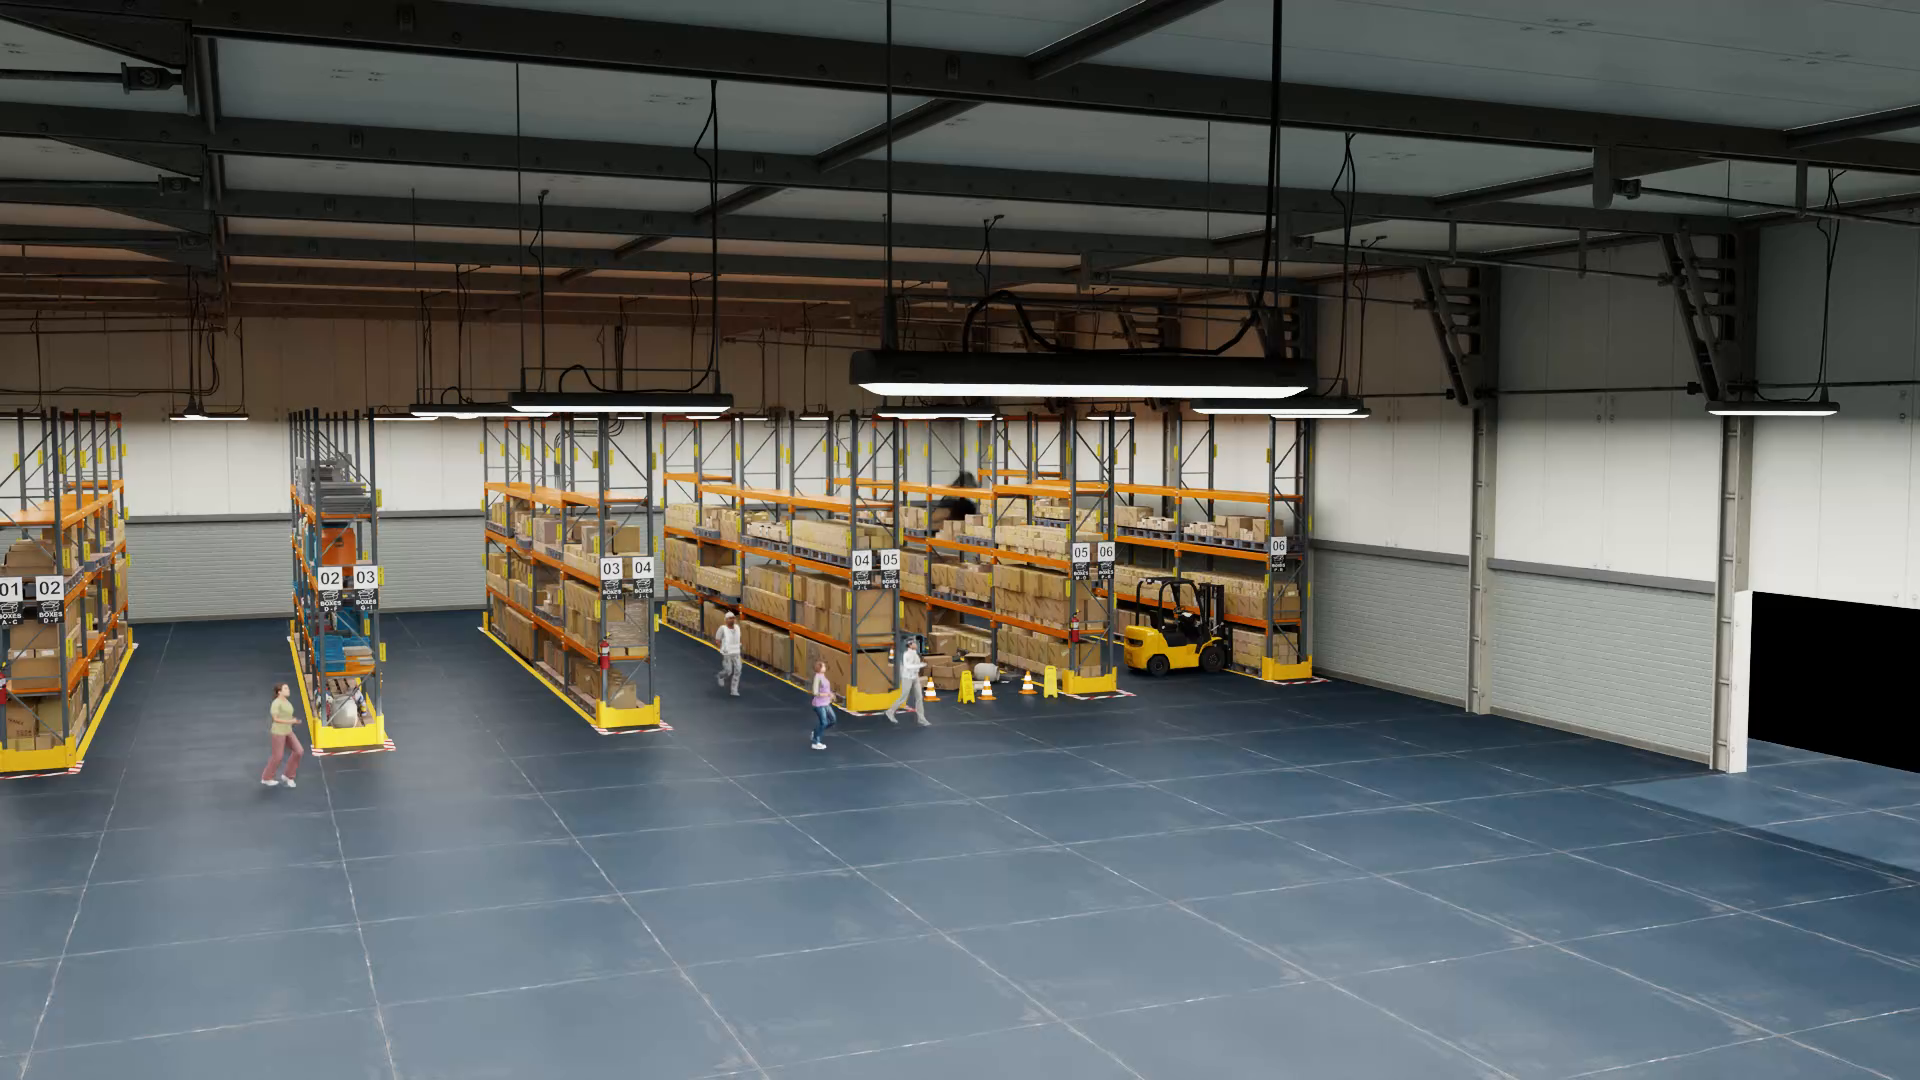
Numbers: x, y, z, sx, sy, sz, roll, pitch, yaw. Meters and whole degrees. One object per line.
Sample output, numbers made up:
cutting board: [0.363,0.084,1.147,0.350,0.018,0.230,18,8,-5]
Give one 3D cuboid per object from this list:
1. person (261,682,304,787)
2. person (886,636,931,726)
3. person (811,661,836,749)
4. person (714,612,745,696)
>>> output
person: [-10.644,3.076,26.120,0.698,1.719,0.592,0,4,6]
person: [-0.953,2.647,31.474,0.914,1.695,0.610,2,4,26]
person: [-2.386,2.891,29.189,0.532,1.556,0.525,1,4,16]
person: [-4.844,2.393,35.089,0.679,1.754,0.796,-3,5,-34]
